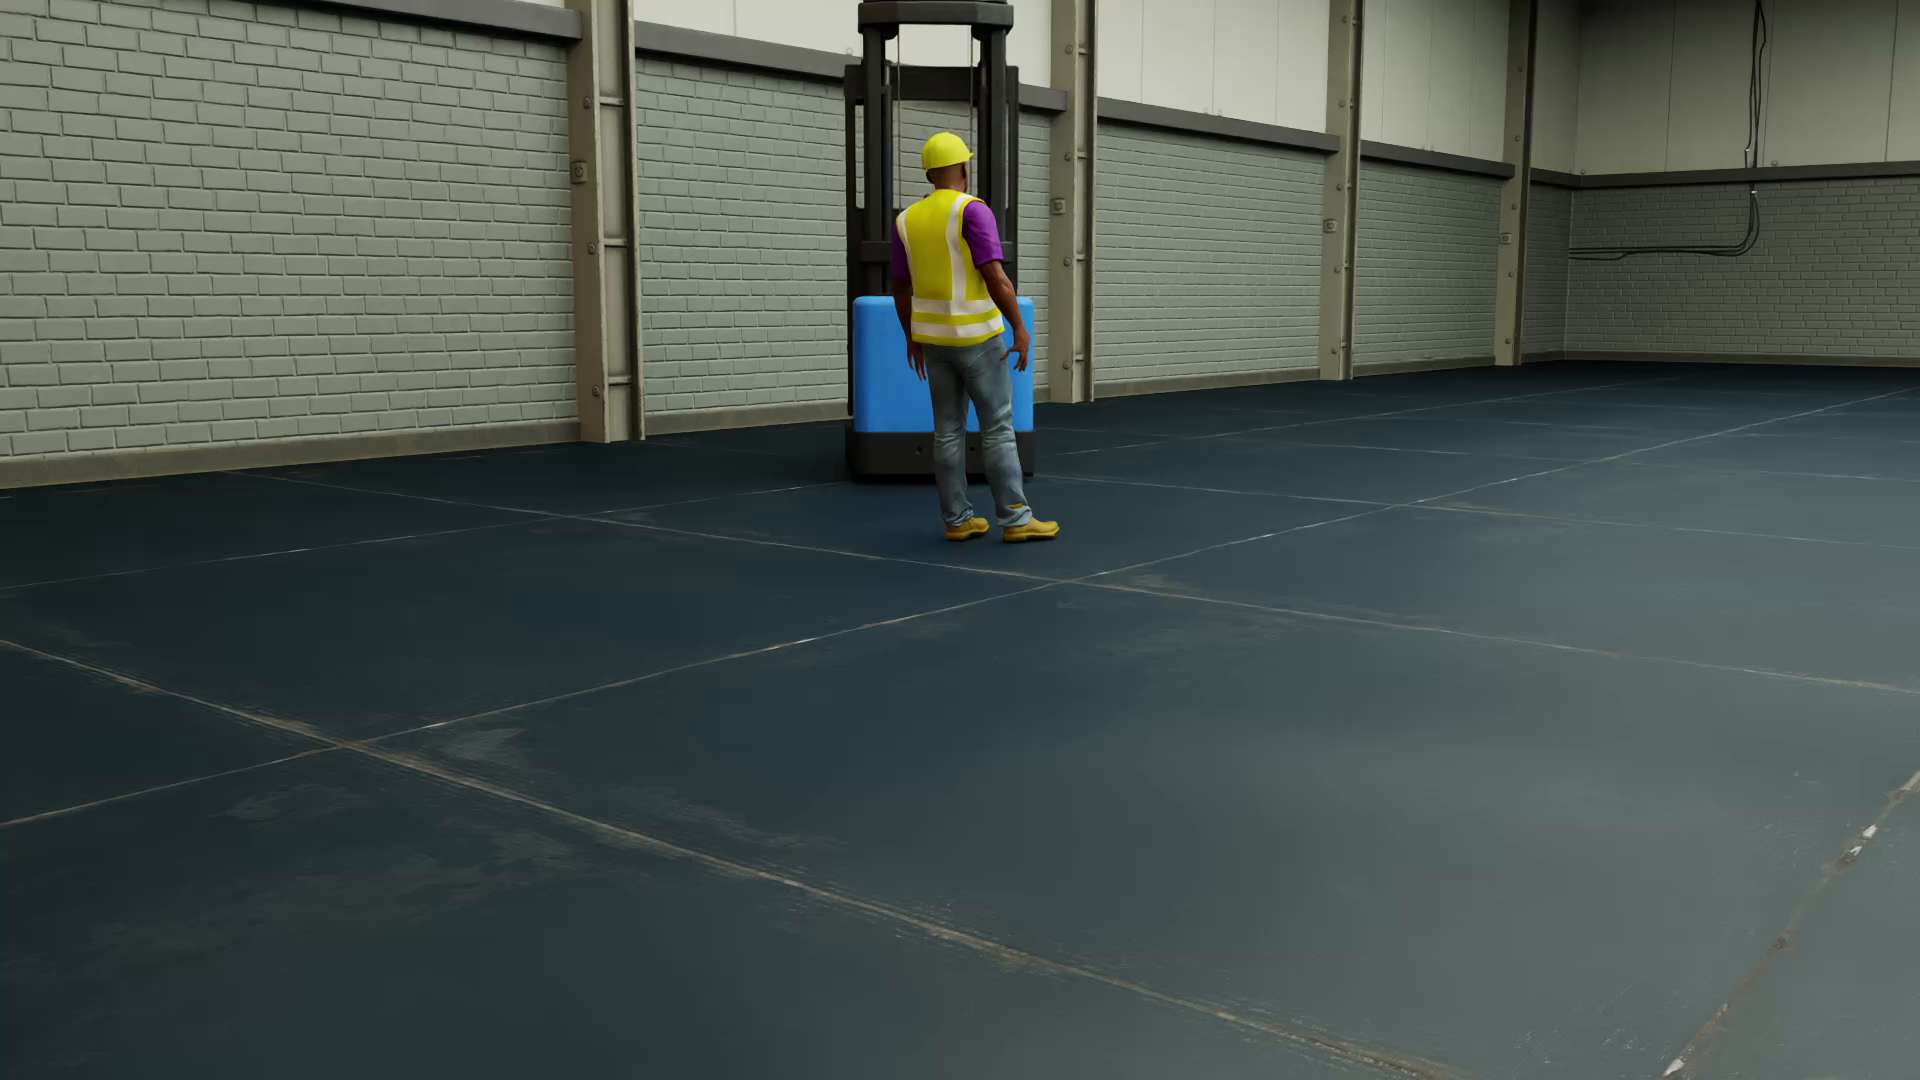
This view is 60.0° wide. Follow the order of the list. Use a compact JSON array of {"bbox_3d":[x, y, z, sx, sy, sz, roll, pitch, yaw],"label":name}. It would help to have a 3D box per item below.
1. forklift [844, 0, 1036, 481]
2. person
[{"bbox_3d":[-0.195,-1.973,10.766,1.130,2.935,3.031,-1,8,-4],"label":"forklift"},{"bbox_3d":[0.049,-0.888,7.325,0.665,1.765,0.577,7,11,38],"label":"person"}]
